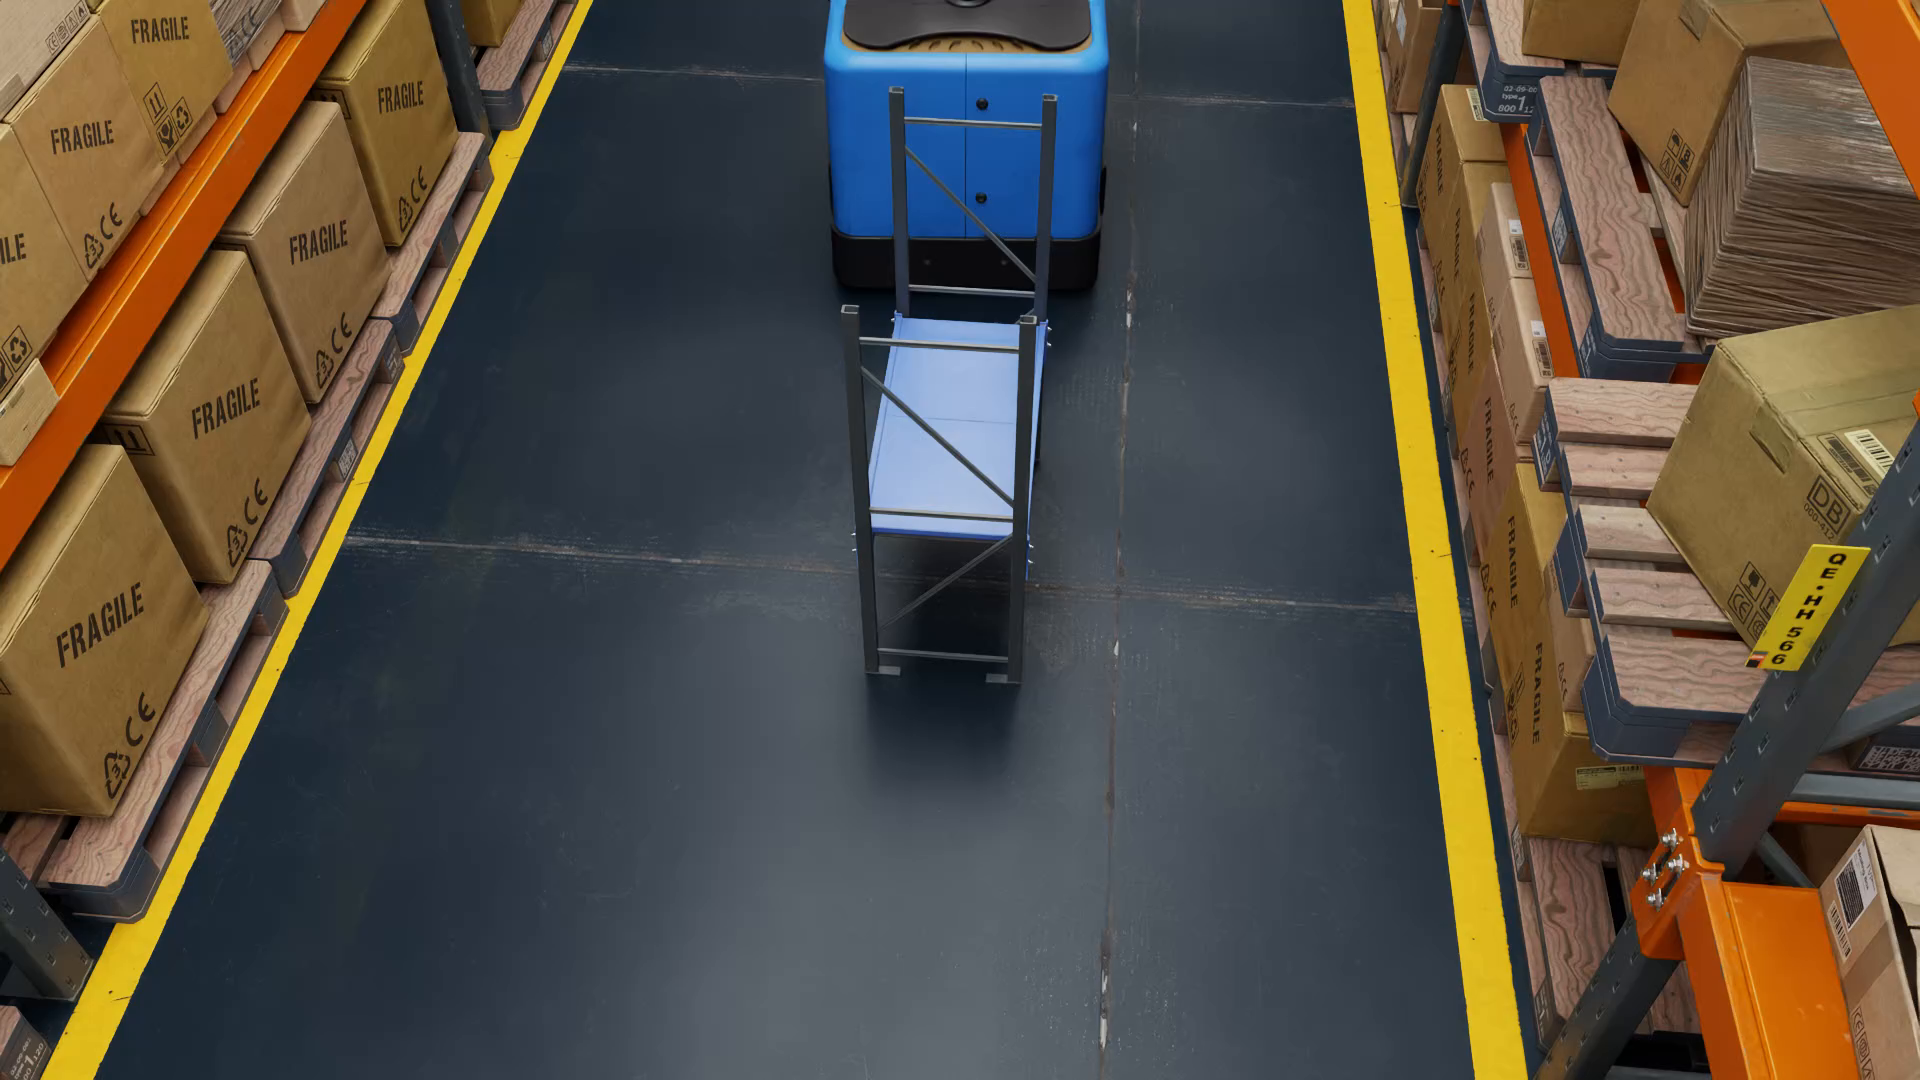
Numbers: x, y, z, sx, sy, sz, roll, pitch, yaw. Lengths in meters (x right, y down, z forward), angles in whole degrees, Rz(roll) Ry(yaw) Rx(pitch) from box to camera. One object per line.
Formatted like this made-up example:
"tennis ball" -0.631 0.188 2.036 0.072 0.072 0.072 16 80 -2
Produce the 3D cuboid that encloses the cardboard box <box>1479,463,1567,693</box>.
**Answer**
"cardboard box" 1.904 0.127 4.997 0.500 0.500 0.500 2 48 2

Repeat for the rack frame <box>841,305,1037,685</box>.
"rack frame" -0.054 -0.070 4.798 0.500 1.500 0.032 4 48 4

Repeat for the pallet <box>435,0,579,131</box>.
"pallet" -2.416 -2.367 7.772 1.003 0.211 1.213 4 48 4

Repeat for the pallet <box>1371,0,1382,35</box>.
"pallet" 2.542 -2.886 8.247 1.003 0.211 1.213 4 48 4

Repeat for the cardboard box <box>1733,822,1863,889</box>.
"cardboard box" 2.331 0.895 4.294 0.500 0.500 0.500 6 48 5

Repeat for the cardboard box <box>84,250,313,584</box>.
"cardboard box" -2.644 -0.406 5.261 0.750 0.750 0.750 4 48 3

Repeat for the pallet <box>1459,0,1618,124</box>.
"pallet" 2.188 -1.779 5.475 1.003 0.211 1.213 4 48 4

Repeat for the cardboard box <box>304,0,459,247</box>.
"cardboard box" -2.493 -1.684 6.430 0.750 0.750 0.750 4 48 4

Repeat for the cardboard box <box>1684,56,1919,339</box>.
"cardboard box" 2.224 -0.790 4.087 0.700 0.500 0.500 12 49 11

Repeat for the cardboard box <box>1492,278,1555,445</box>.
"cardboard box" 1.947 -0.539 5.098 0.500 0.250 0.500 3 48 3

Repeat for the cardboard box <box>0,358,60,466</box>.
"cardboard box" -2.527 -0.338 4.183 0.380 0.149 0.250 5 48 5

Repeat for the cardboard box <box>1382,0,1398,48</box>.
"cardboard box" 2.114 -2.328 7.480 0.380 0.149 0.250 4 48 4

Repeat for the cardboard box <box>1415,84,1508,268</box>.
"cardboard box" 2.083 -1.390 6.384 0.500 0.500 0.500 2 48 2

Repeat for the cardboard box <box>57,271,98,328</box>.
"cardboard box" -2.612 -0.722 4.534 0.380 0.149 0.250 5 48 4

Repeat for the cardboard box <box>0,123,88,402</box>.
"cardboard box" -2.572 -0.680 4.056 0.500 0.500 0.500 5 48 5

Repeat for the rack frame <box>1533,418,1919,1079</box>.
"rack frame" 2.002 0.515 3.246 0.949 2.616 0.053 4 48 4

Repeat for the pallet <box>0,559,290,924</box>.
"pallet" -2.781 0.552 5.102 1.003 0.211 1.213 4 48 4

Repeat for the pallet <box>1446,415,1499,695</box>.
"pallet" 2.225 0.016 5.592 1.003 0.211 1.213 4 48 4

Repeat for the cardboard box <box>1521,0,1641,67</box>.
"cardboard box" 2.104 -1.757 4.972 0.700 0.500 0.500 11 48 10

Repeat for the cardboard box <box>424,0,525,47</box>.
"cardboard box" -2.393 -2.595 7.500 0.700 0.500 0.500 4 48 4

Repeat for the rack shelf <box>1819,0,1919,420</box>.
"rack shelf" 2.188 -1.724 3.749 1.077 0.370 4.000 4 48 4

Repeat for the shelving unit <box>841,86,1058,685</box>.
"shelving unit" -0.008 -0.443 5.139 0.538 1.500 1.048 4 48 4

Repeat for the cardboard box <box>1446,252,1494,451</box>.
"cardboard box" 1.993 -0.630 5.690 0.500 0.500 0.500 4 48 4

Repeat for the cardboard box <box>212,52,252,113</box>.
"cardboard box" -2.472 -1.478 5.226 0.380 0.149 0.250 3 48 2

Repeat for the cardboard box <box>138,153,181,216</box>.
"cardboard box" -2.538 -1.091 4.872 0.380 0.149 0.250 4 48 4

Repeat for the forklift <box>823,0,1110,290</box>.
"forklift" 0.046 -3.049 6.553 1.130 2.935 3.031 1 48 1

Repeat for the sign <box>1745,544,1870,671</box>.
"sign" 1.464 0.122 2.875 0.100 0.325 0.005 4 48 4

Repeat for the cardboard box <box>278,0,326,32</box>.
"cardboard box" -2.346 -1.837 5.554 0.380 0.149 0.250 4 48 4

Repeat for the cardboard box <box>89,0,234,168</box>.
"cardboard box" -2.486 -1.428 4.740 0.500 0.500 0.500 5 48 5

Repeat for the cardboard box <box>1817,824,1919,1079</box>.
"cardboard box" 1.929 0.810 3.037 0.500 0.311 0.500 7 48 6

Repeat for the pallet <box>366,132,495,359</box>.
"pallet" -2.559 -1.241 6.742 1.003 0.211 1.213 4 48 4

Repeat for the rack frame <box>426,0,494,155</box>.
"rack frame" -2.564 -2.754 6.237 1.000 3.000 0.127 4 48 4

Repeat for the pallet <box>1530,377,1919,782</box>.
"pallet" 1.997 0.077 3.777 1.213 0.211 1.003 4 48 4
